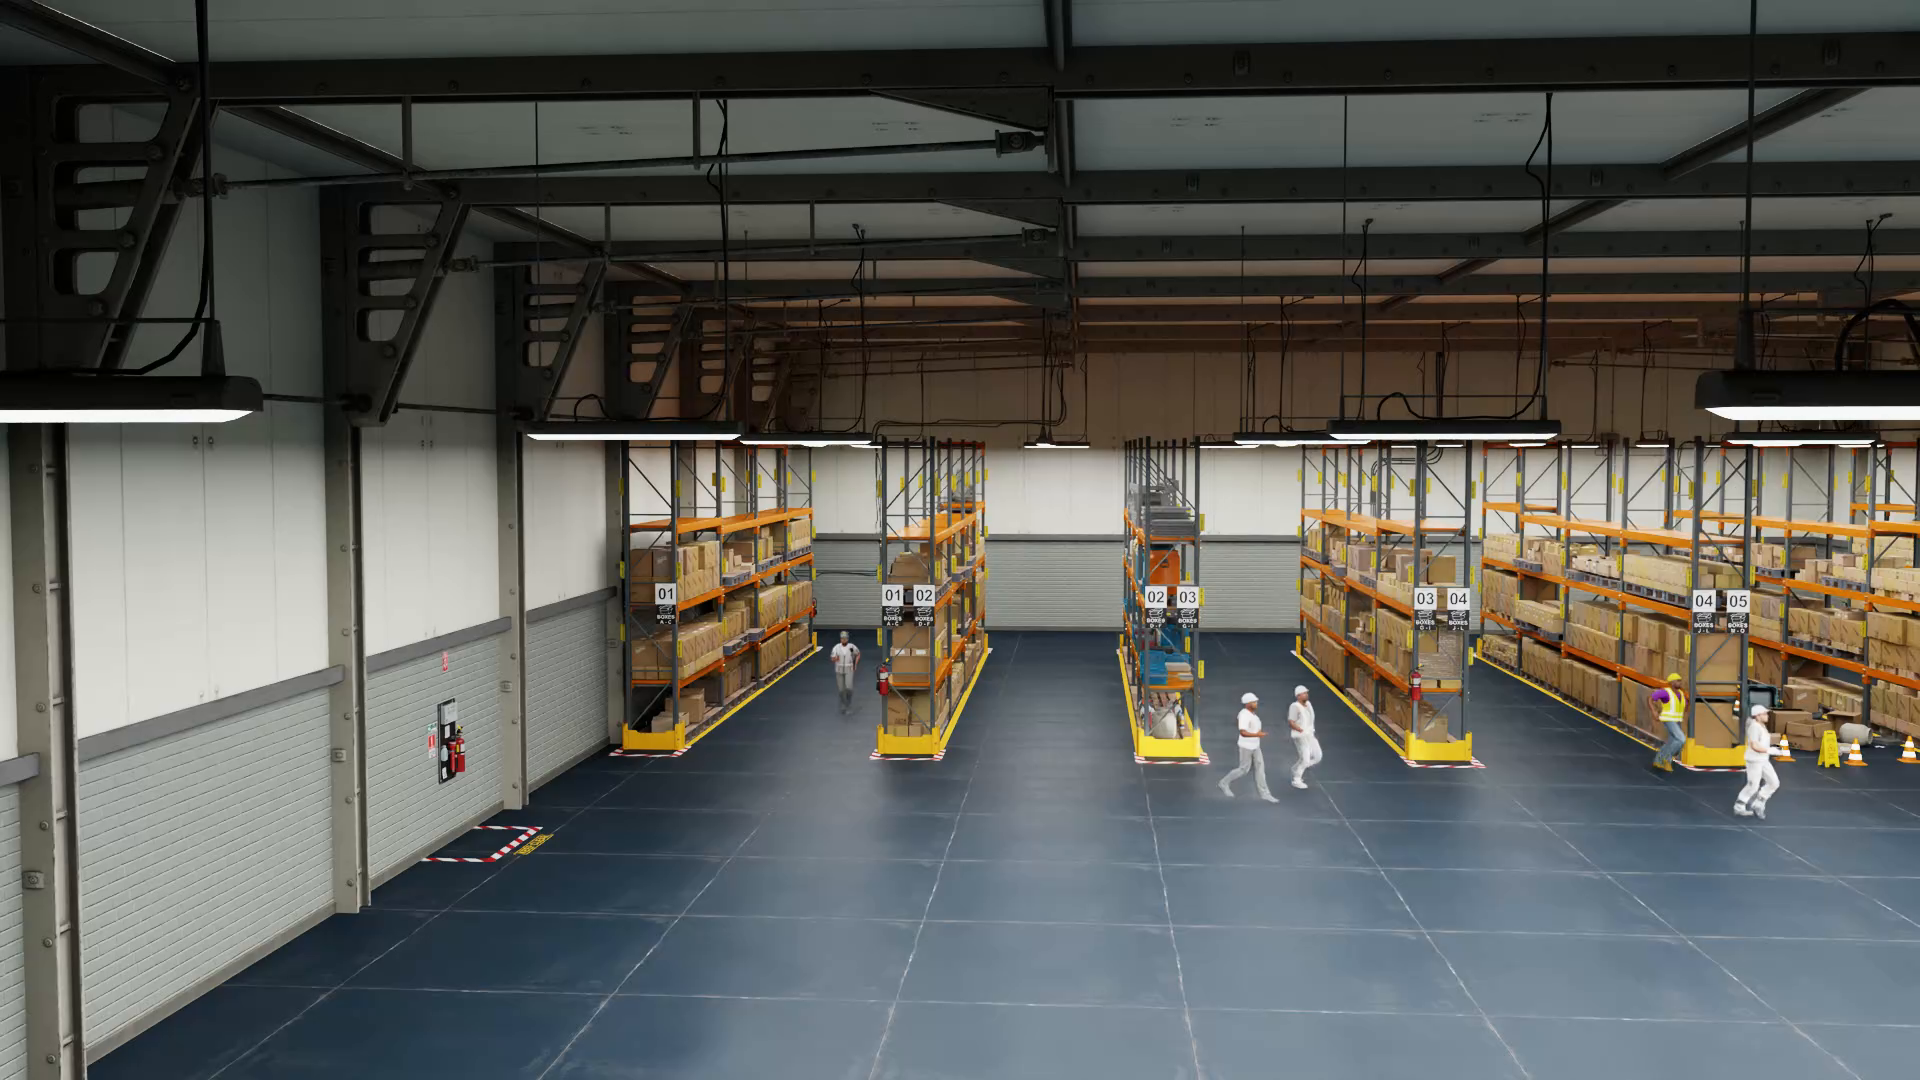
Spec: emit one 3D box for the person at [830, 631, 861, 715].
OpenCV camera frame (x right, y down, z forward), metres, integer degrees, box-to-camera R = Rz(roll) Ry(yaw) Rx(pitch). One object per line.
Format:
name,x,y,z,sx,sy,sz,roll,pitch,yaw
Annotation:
person,-2.512,2.908,36.288,0.640,1.831,0.727,0,3,2

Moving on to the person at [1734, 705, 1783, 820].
person,12.410,3.463,25.785,0.710,1.821,0.690,3,4,44

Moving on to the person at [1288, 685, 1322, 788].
person,5.859,3.340,28.259,0.525,1.739,0.690,3,4,40

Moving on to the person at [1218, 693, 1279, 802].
person,4.688,3.367,27.022,0.988,1.766,0.699,2,3,27

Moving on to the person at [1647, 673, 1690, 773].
person,12.744,3.260,29.747,0.713,1.744,0.660,-2,4,-36
